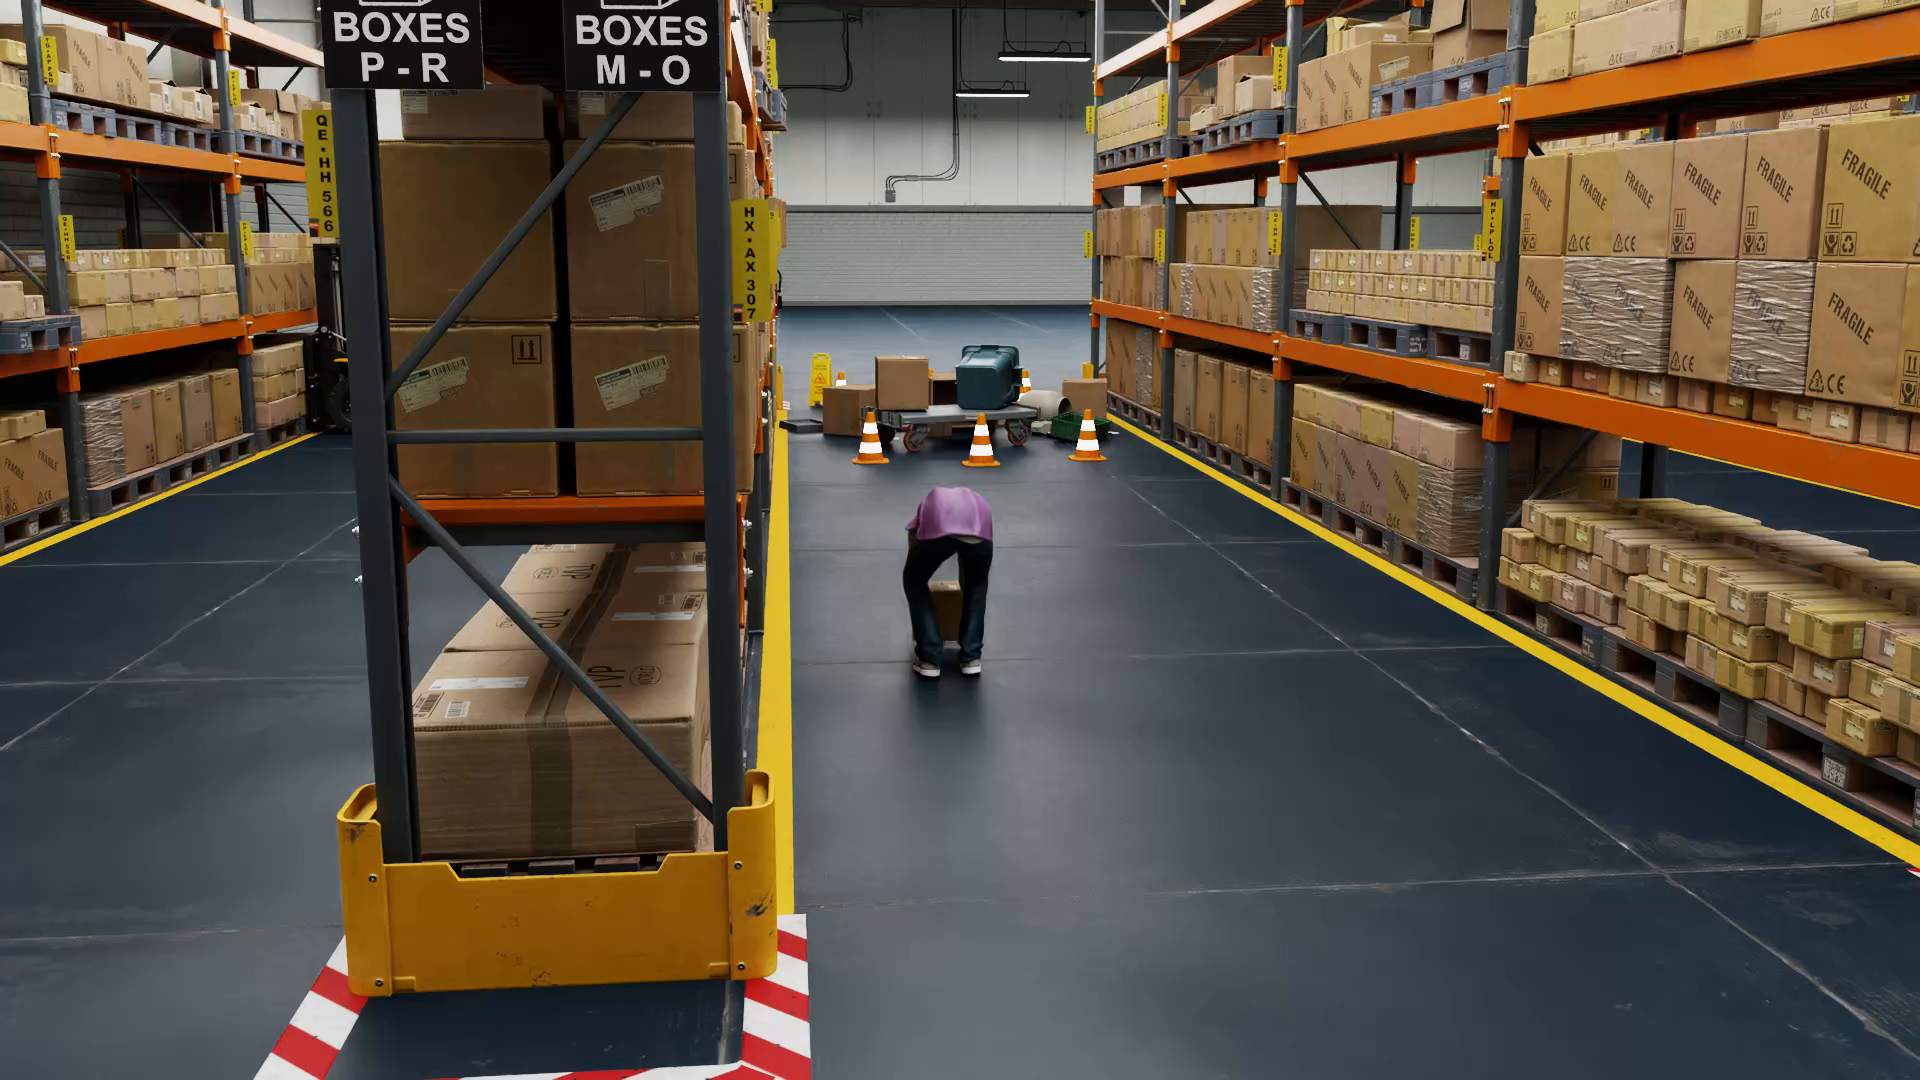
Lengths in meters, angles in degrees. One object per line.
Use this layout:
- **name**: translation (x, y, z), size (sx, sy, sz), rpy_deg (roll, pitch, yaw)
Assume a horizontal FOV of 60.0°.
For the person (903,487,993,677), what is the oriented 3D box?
- **person**: translation (-0.071, 0.167, 7.977), size (0.417, 0.899, 0.857), rpy_deg (-2, 10, -9)
